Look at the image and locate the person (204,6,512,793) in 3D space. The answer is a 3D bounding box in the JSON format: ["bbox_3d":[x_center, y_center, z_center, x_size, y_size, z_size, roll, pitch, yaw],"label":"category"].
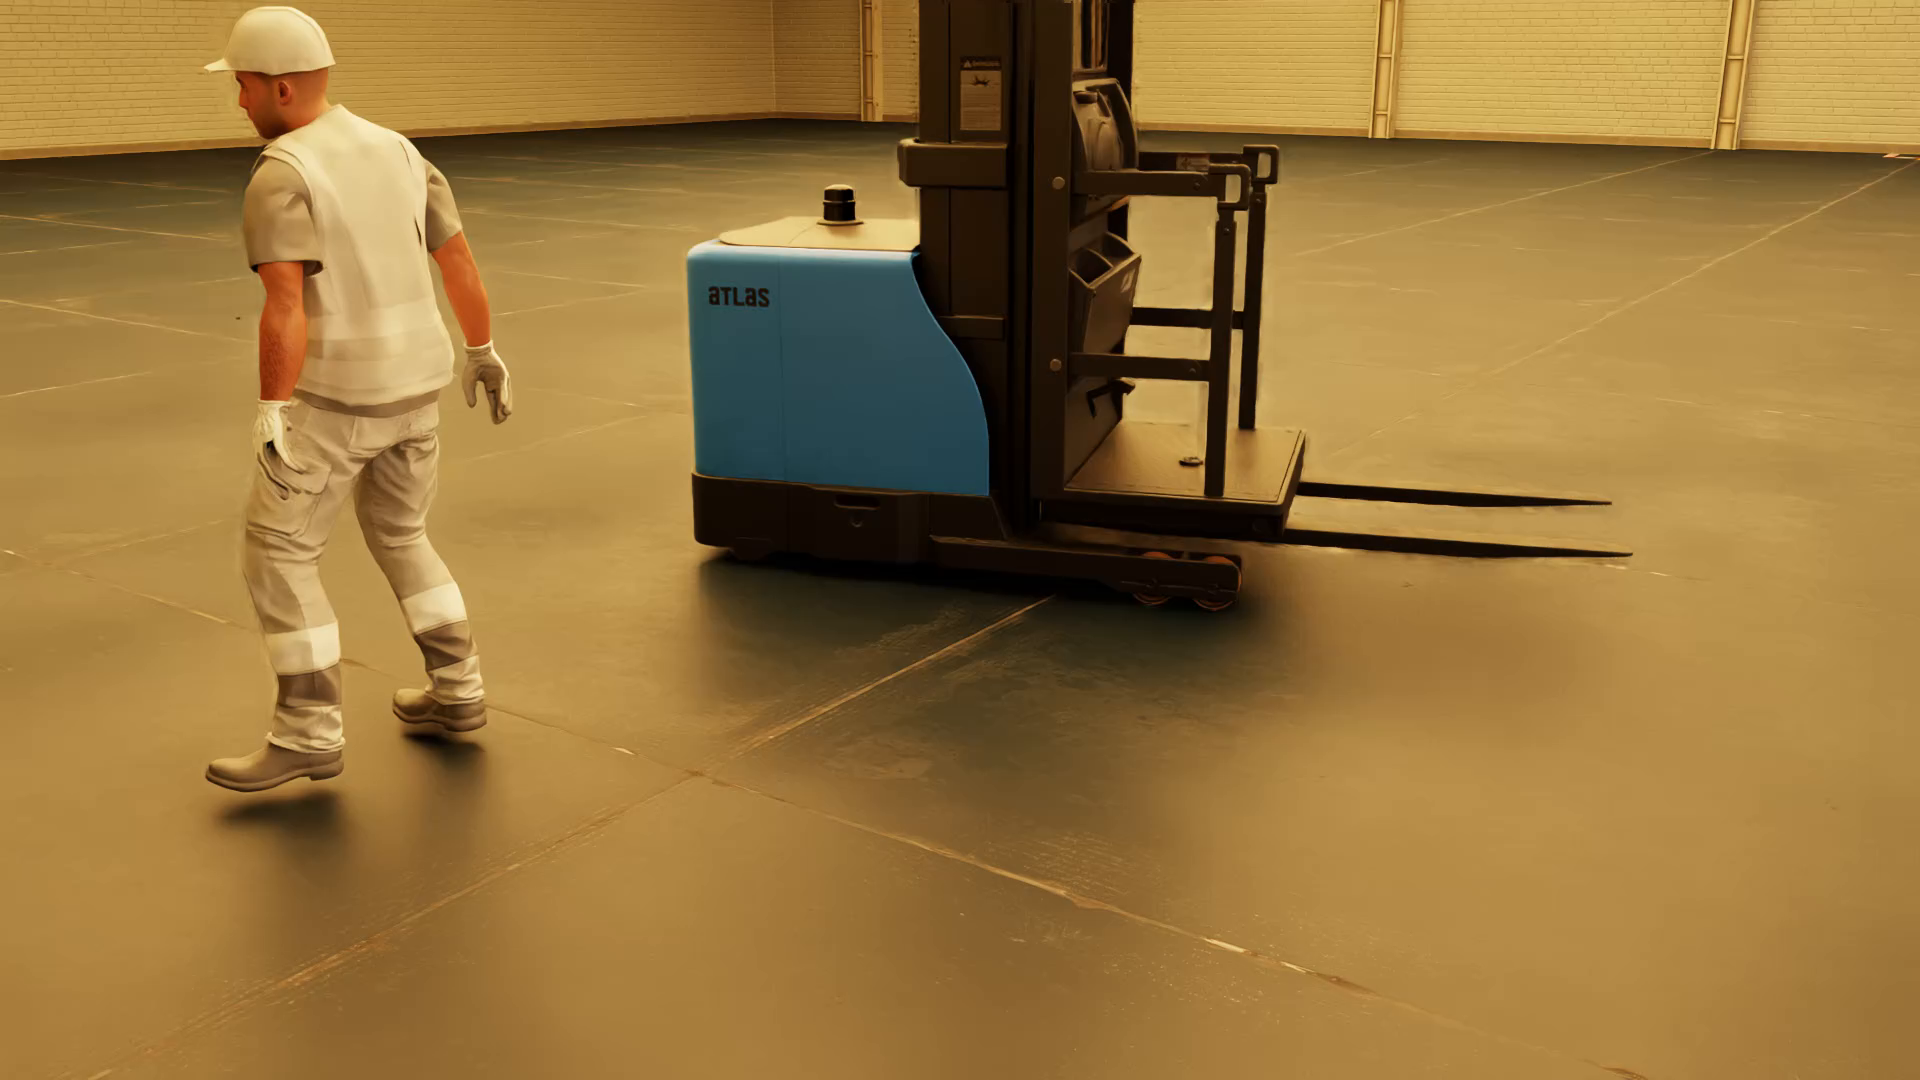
[{"bbox_3d":[-1.458,-0.349,3.942,0.442,1.745,0.866,7,18,21],"label":"person"}]

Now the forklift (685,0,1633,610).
[{"bbox_3d":[0.660,-1.354,5.360,3.031,2.935,1.130,4,17,15],"label":"forklift"}]
